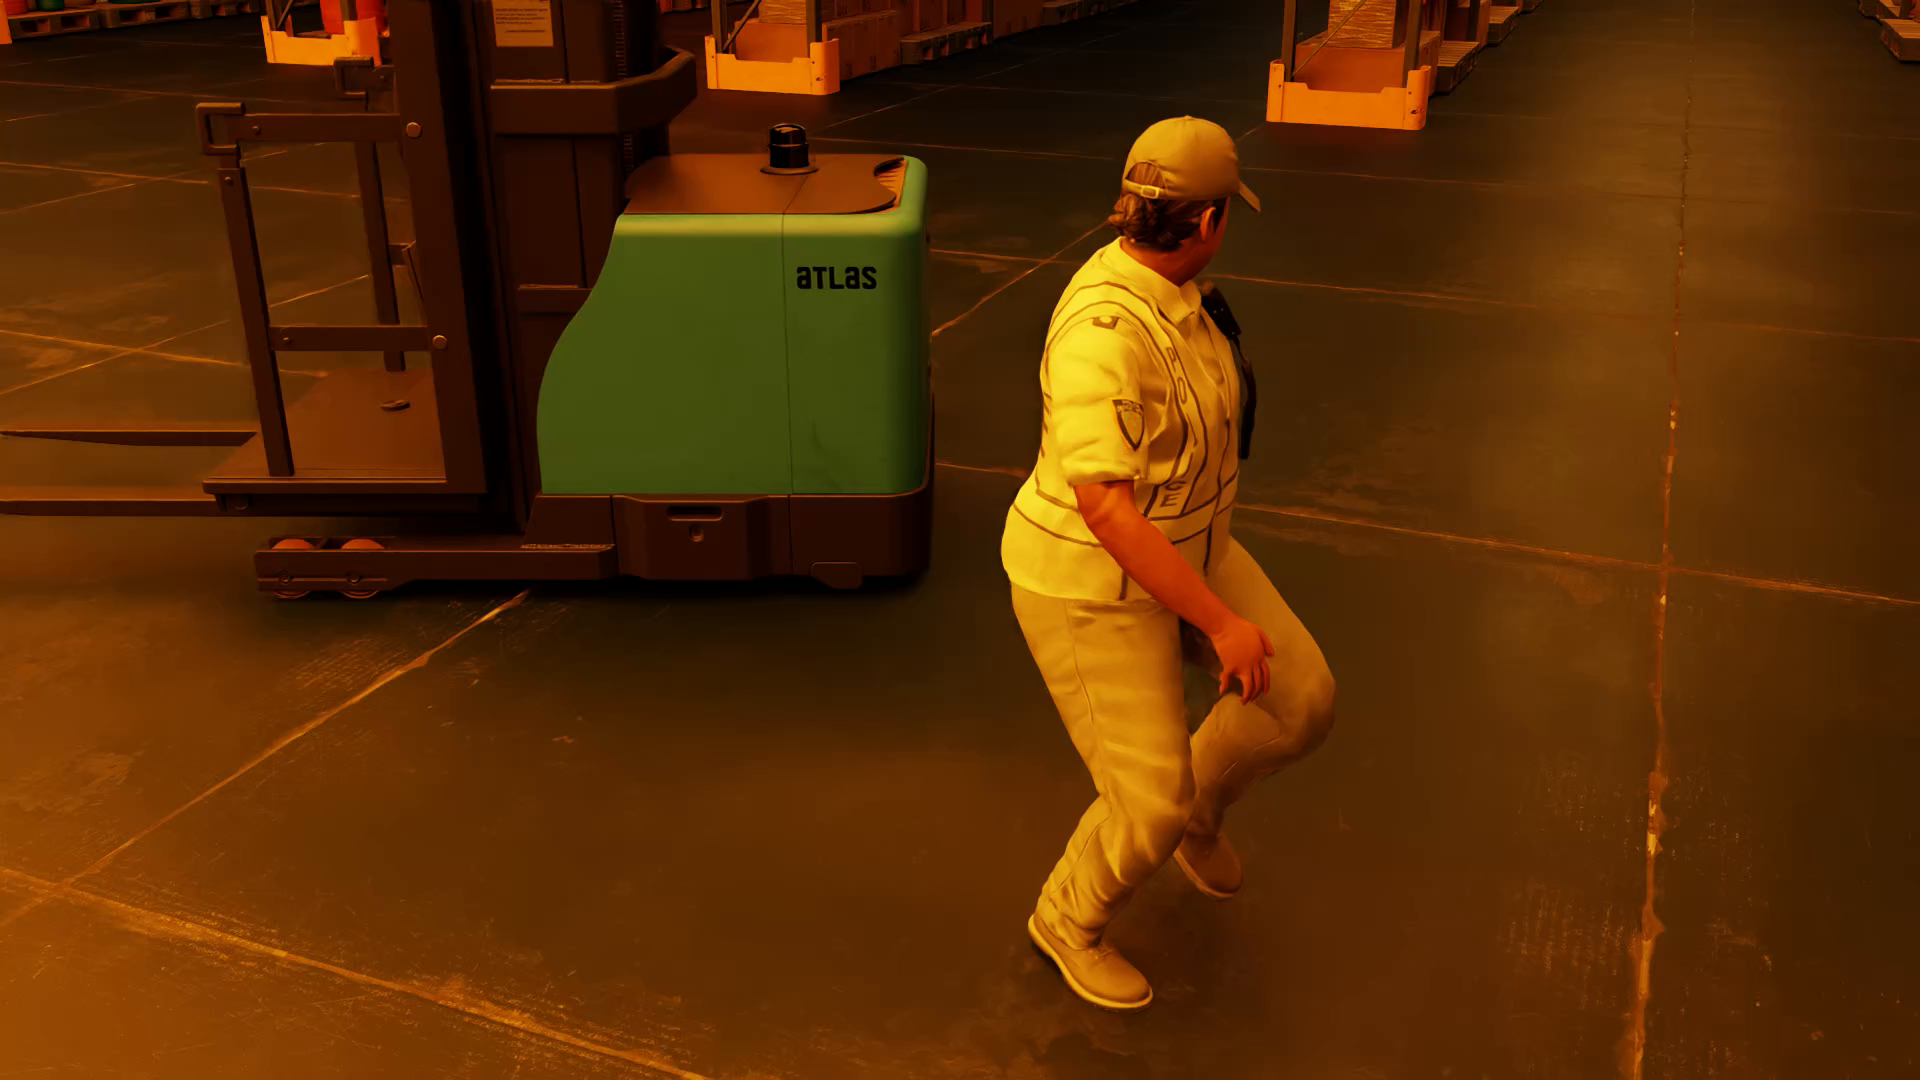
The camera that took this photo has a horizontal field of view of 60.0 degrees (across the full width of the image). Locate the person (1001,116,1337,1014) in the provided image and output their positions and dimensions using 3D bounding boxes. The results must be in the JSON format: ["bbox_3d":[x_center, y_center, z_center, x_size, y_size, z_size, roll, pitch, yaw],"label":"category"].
[{"bbox_3d":[0.353,0.055,2.938,0.619,1.583,0.706,16,27,33],"label":"person"}]

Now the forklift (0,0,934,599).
[{"bbox_3d":[-1.603,-1.390,4.618,3.031,2.935,1.130,0,23,0],"label":"forklift"}]
